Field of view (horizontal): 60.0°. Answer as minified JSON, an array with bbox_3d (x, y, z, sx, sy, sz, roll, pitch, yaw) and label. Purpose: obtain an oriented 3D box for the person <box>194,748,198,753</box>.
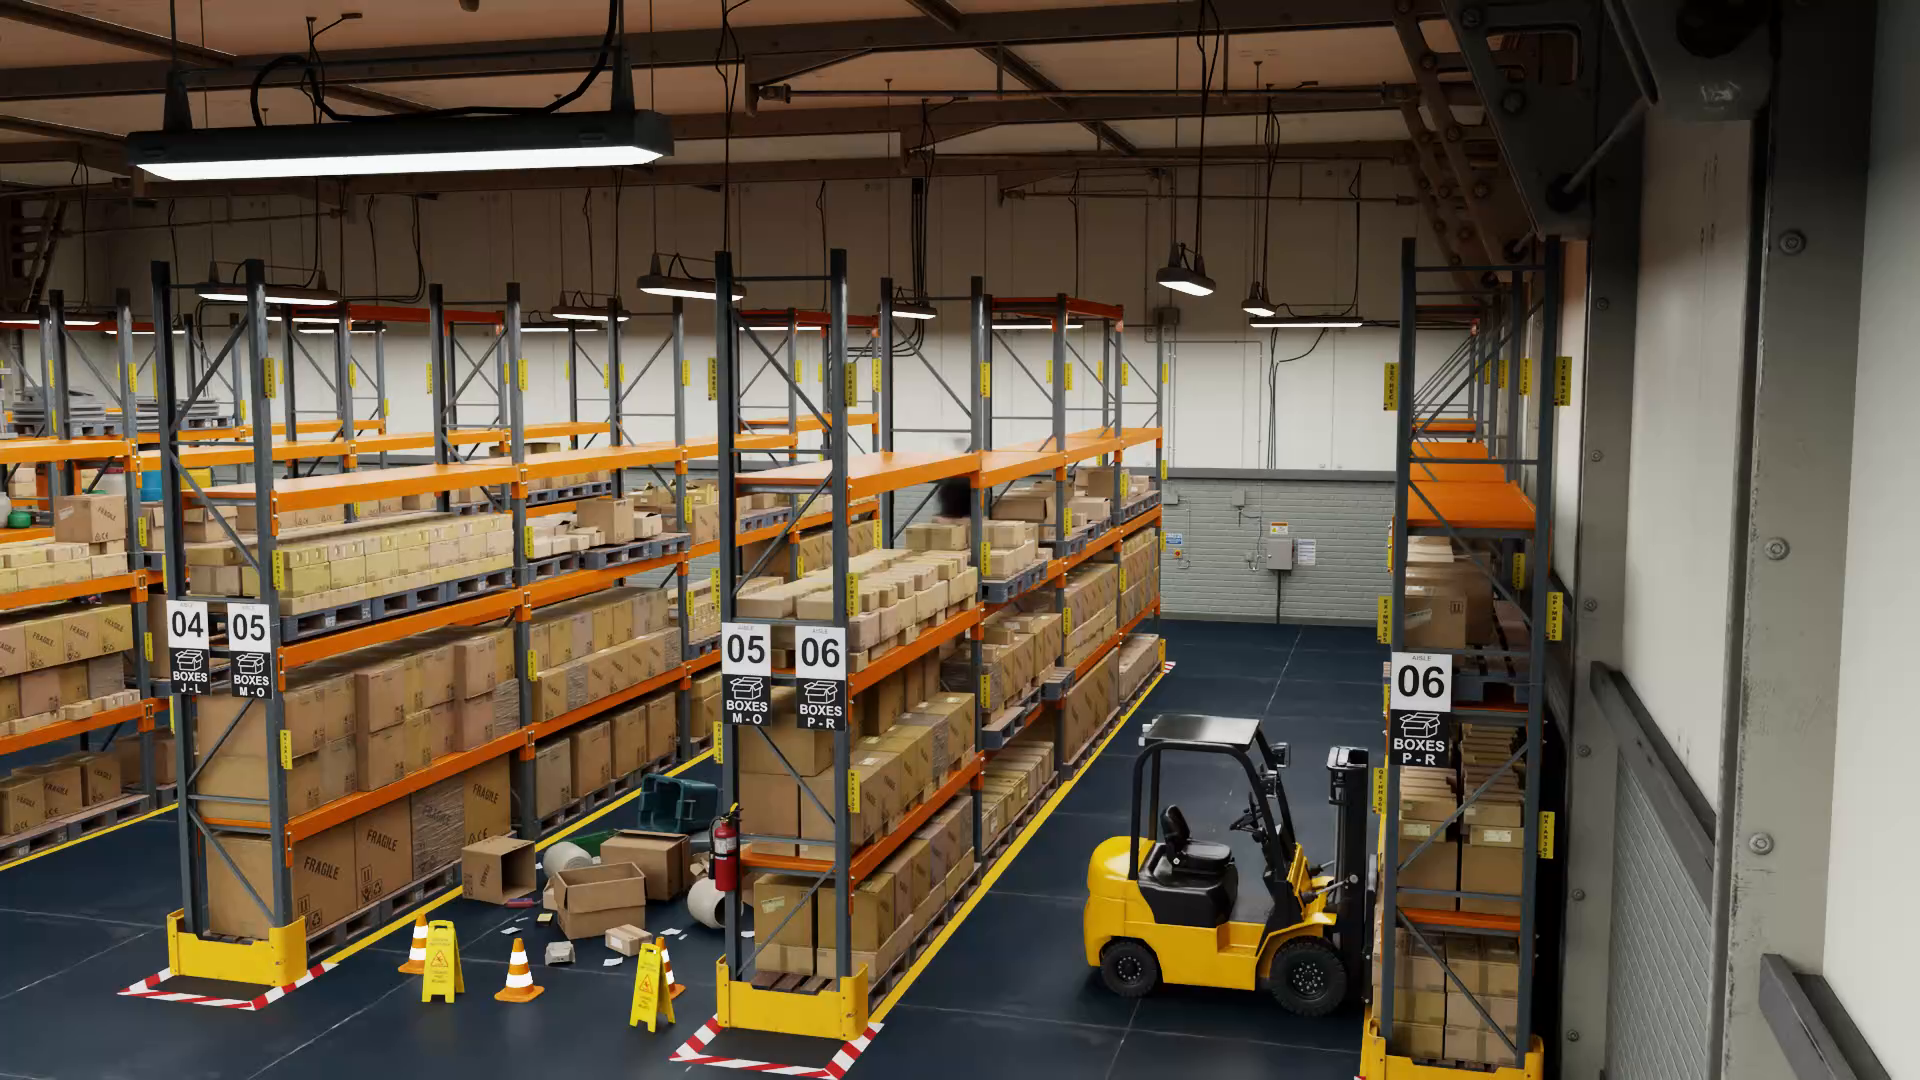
[{"bbox_3d":[-7.831,2.513,17.813,0.689,1.576,1.054,-3,7,-24],"label":"person"}]
